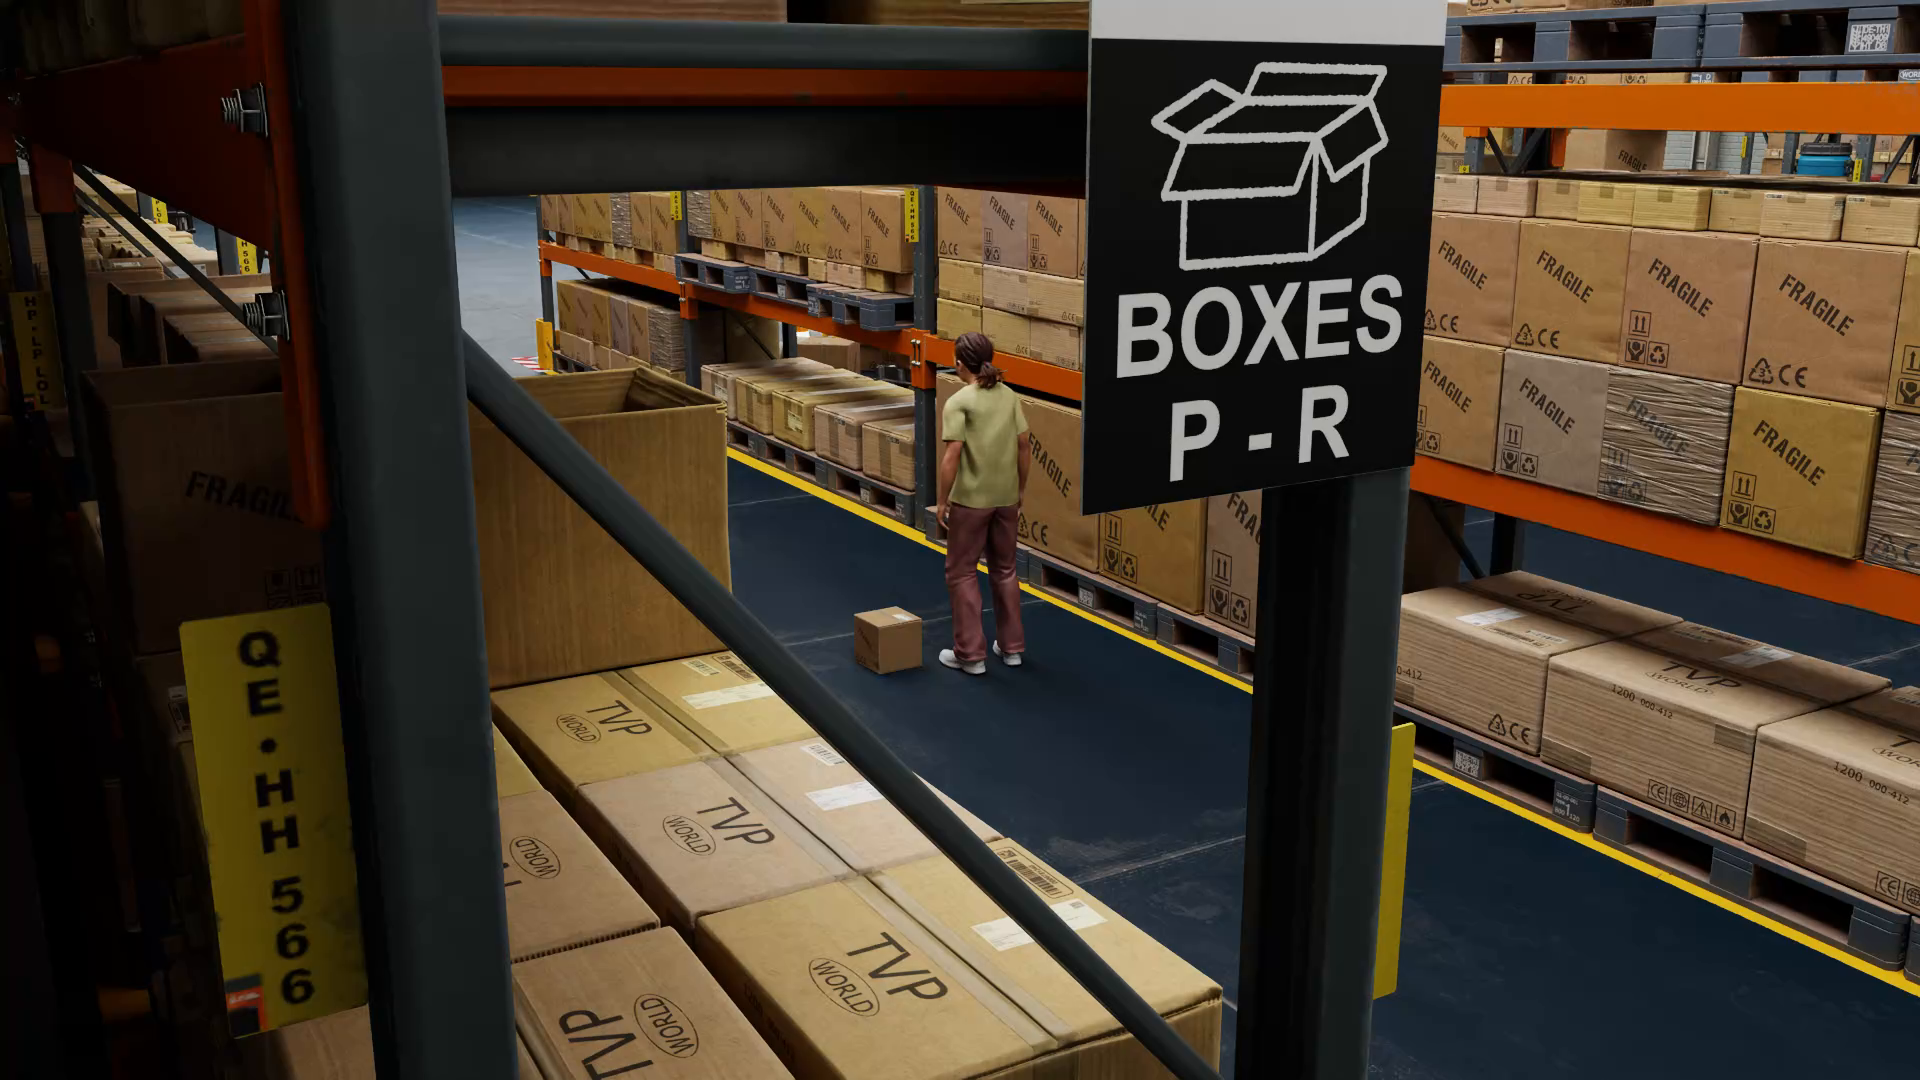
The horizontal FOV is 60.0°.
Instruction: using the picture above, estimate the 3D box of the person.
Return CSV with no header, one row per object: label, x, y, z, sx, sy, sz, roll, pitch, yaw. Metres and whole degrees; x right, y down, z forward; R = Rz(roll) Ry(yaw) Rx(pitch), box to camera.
person,0.103,-0.181,8.128,0.499,1.673,0.354,-9,17,-30
